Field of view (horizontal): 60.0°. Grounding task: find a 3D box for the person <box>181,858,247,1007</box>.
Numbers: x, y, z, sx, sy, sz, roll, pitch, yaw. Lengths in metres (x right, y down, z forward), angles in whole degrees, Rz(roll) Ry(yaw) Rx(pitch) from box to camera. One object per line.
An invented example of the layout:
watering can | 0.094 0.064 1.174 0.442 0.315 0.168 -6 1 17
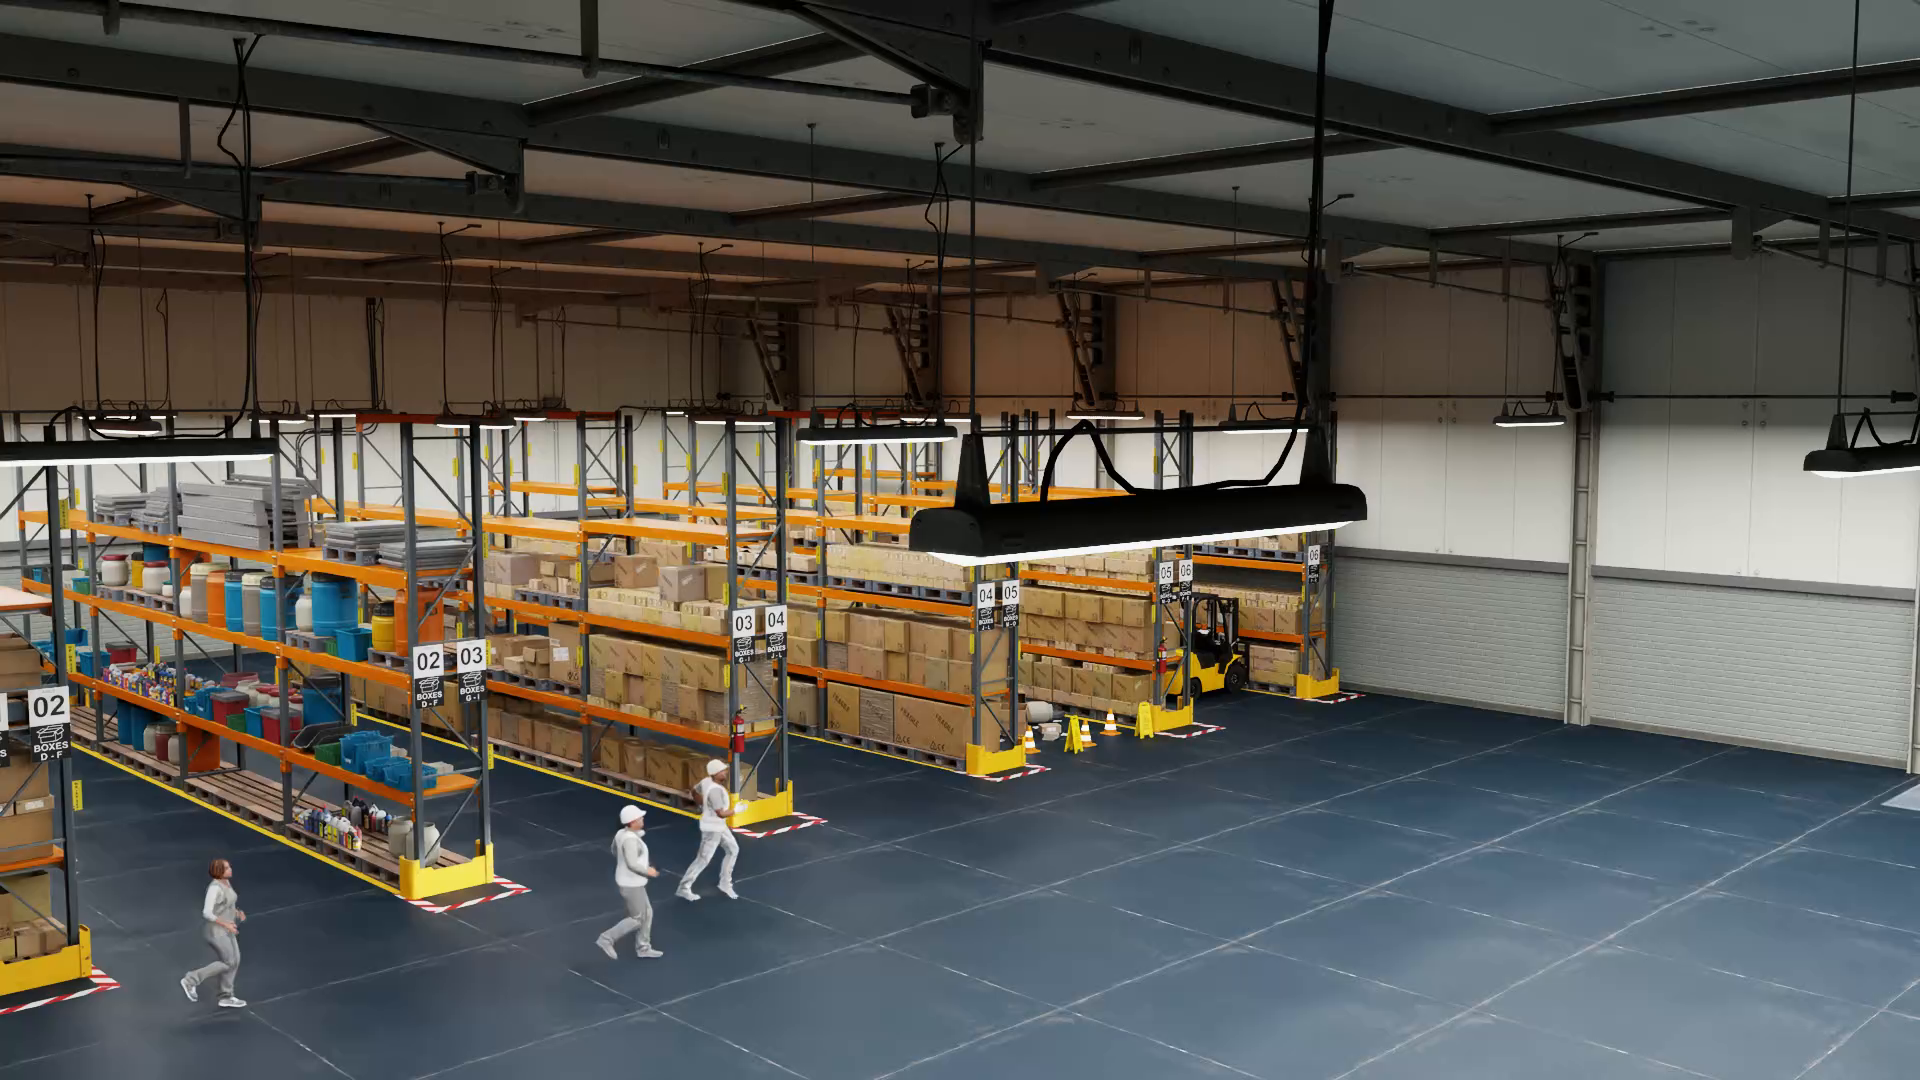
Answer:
person | -7.725 4.069 17.209 0.598 1.578 0.538 -1 5 -12

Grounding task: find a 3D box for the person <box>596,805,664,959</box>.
person | -3.712 3.844 18.616 0.771 1.773 0.685 -2 5 -22

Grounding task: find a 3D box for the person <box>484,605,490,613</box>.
person | -11.587 2.087 40.423 0.500 1.512 0.641 -3 6 -31

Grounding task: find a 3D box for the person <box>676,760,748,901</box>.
person | -3.104 3.639 20.790 0.914 1.824 0.696 -1 5 -10
